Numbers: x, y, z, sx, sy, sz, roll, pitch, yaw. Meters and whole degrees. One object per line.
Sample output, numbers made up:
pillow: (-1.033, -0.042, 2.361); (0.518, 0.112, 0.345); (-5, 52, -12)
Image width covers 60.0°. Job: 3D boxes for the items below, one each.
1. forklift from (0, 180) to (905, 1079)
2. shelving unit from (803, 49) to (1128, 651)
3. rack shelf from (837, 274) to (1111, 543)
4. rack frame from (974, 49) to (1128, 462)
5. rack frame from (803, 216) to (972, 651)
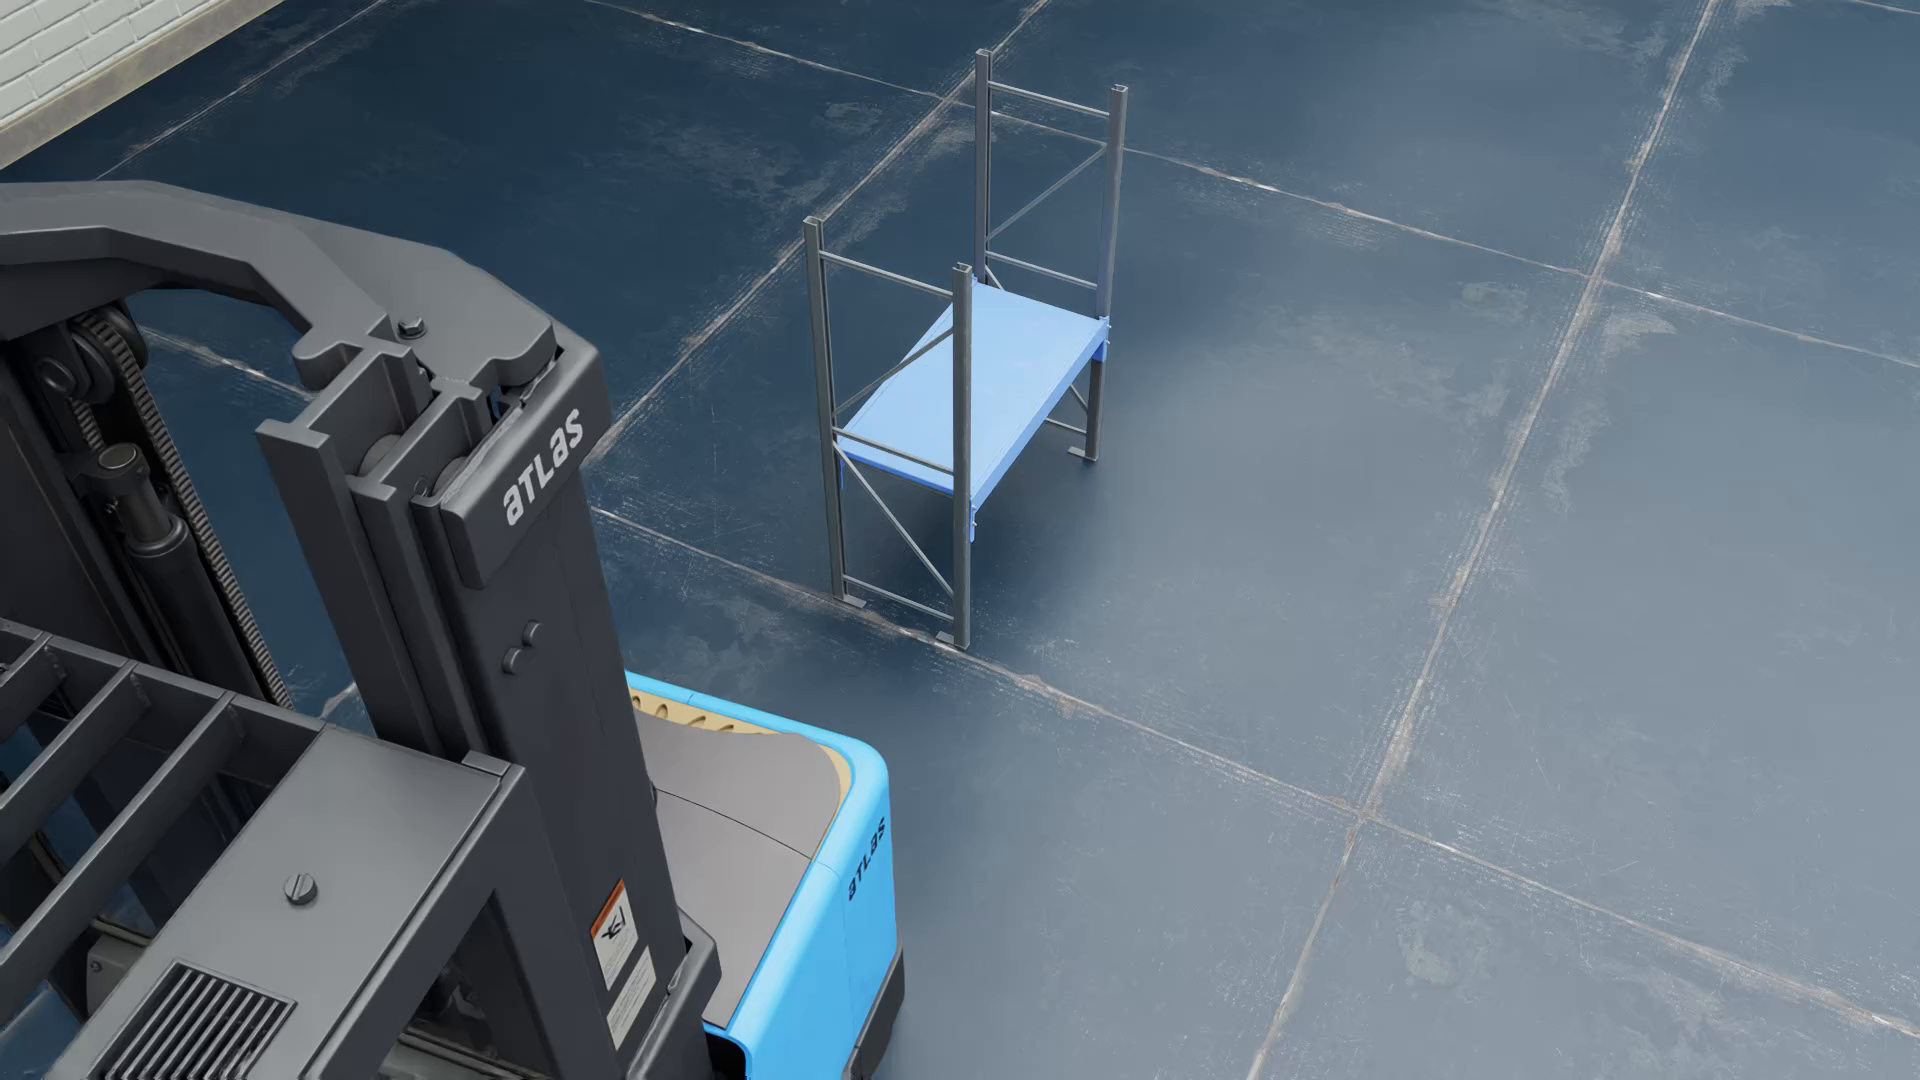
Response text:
forklift: (-1.131, 1.065, 2.637); (1.130, 2.935, 3.031); (15, 47, 14)
shelving unit: (0.040, -0.581, 5.270); (0.538, 1.500, 1.048); (20, 49, 19)
rack shelf: (0.040, -0.455, 5.398); (0.538, 0.185, 1.000); (20, 49, 19)
rack frame: (0.276, -0.901, 5.586); (0.500, 1.500, 0.032); (20, 49, 19)
rack frame: (-0.196, -0.261, 4.953); (0.500, 1.500, 0.032); (20, 49, 19)
